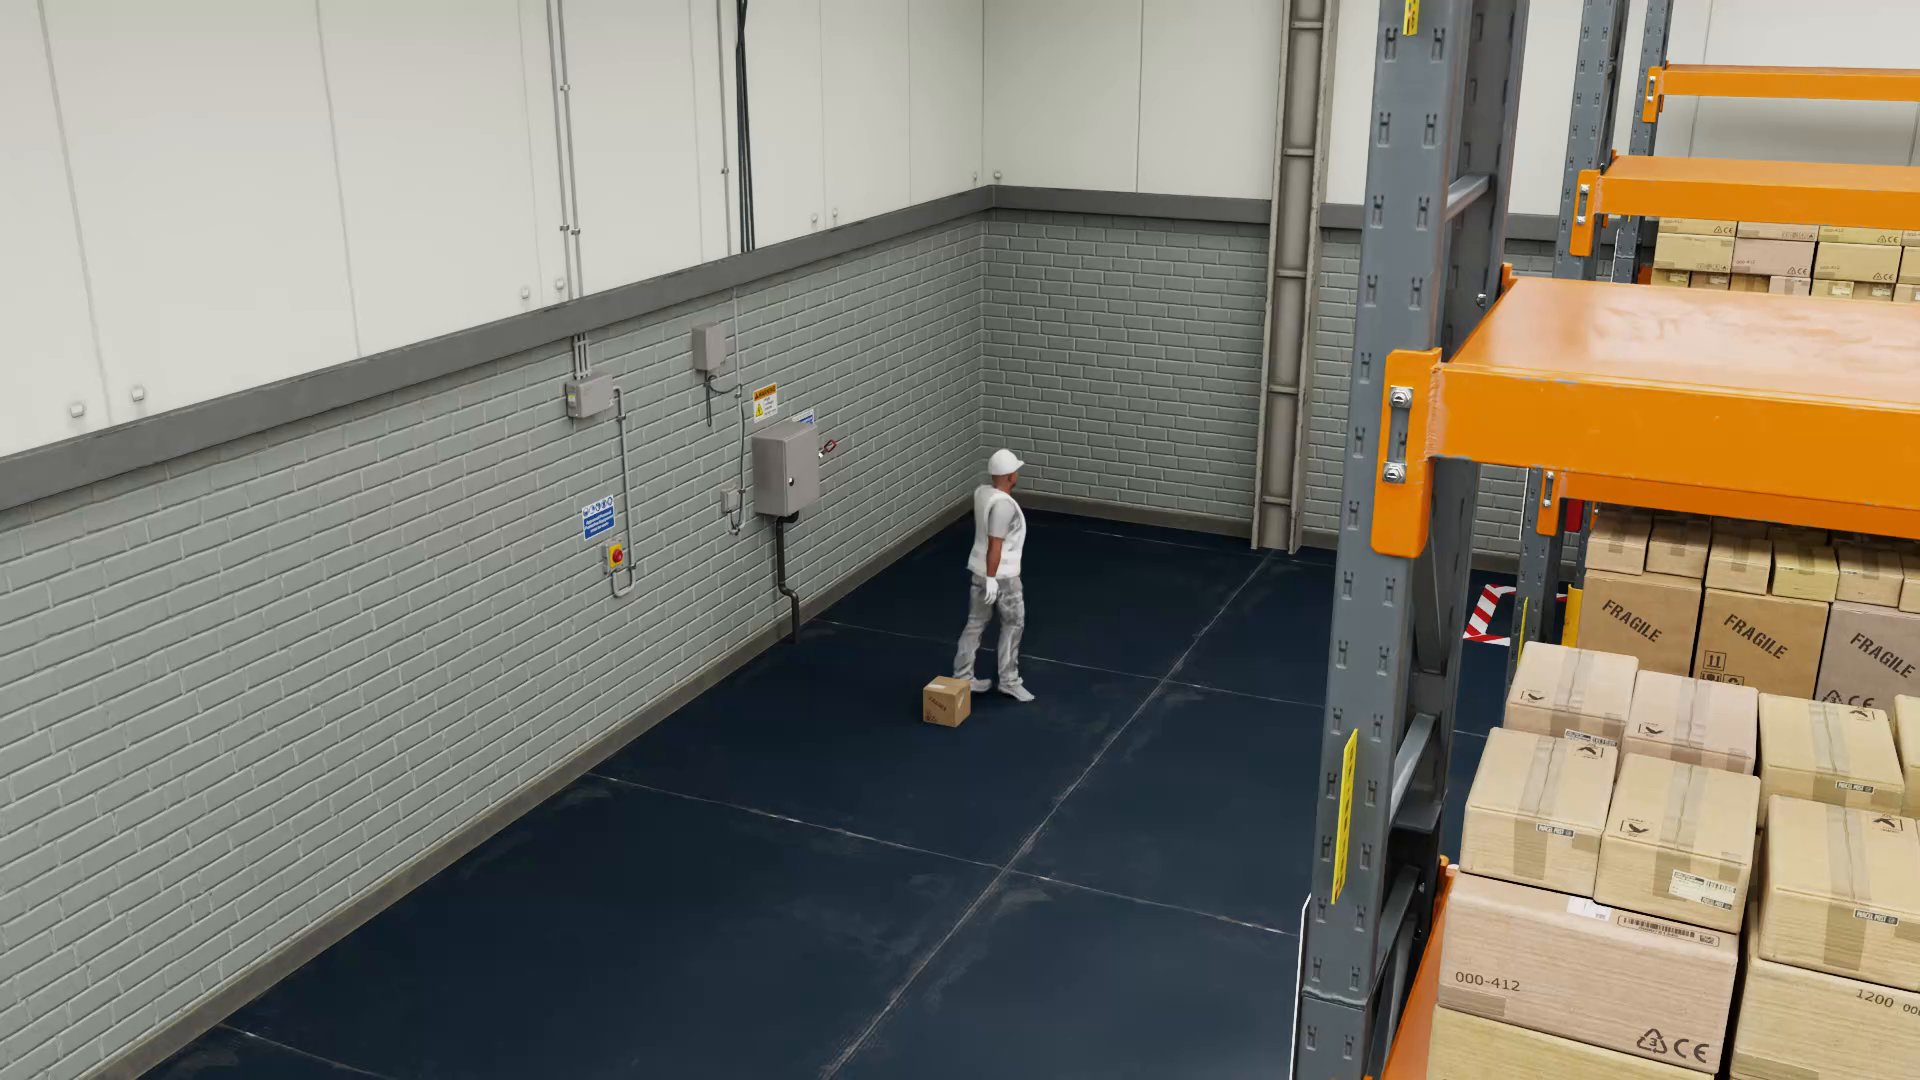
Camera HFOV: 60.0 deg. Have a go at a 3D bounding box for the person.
[{"bbox_3d":[0.195,0.266,11.796,0.562,1.840,0.585,-9,21,-24],"label":"person"}]
